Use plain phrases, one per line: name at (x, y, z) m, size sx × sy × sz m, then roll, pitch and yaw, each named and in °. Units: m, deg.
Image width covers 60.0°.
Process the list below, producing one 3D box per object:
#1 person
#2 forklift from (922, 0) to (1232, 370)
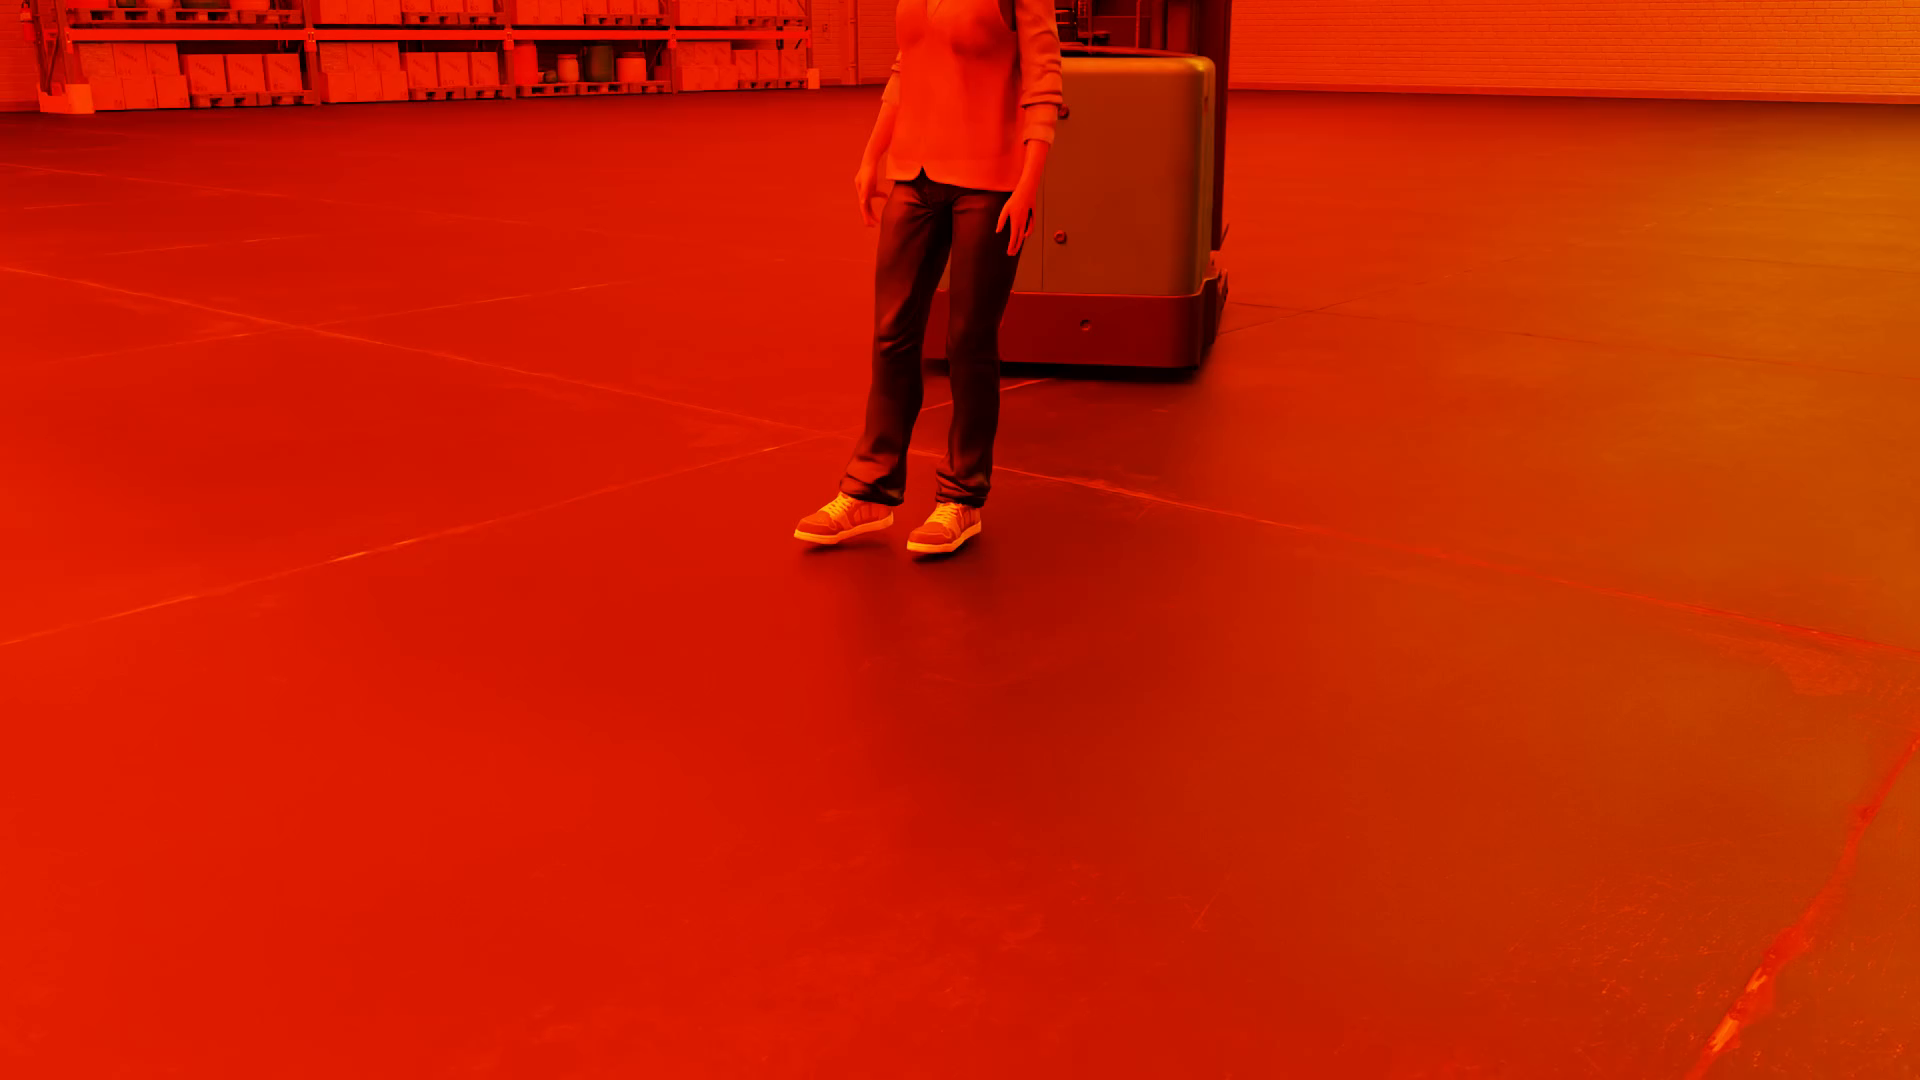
person at (-0.059, -0.757, 3.661) m, size 0.520 × 1.599 × 0.473 m, roll 13°, pitch 21°, yaw 37°
forklift at (0.567, -2.369, 6.700) m, size 1.130 × 2.935 × 3.031 m, roll 3°, pitch 17°, yaw 11°
